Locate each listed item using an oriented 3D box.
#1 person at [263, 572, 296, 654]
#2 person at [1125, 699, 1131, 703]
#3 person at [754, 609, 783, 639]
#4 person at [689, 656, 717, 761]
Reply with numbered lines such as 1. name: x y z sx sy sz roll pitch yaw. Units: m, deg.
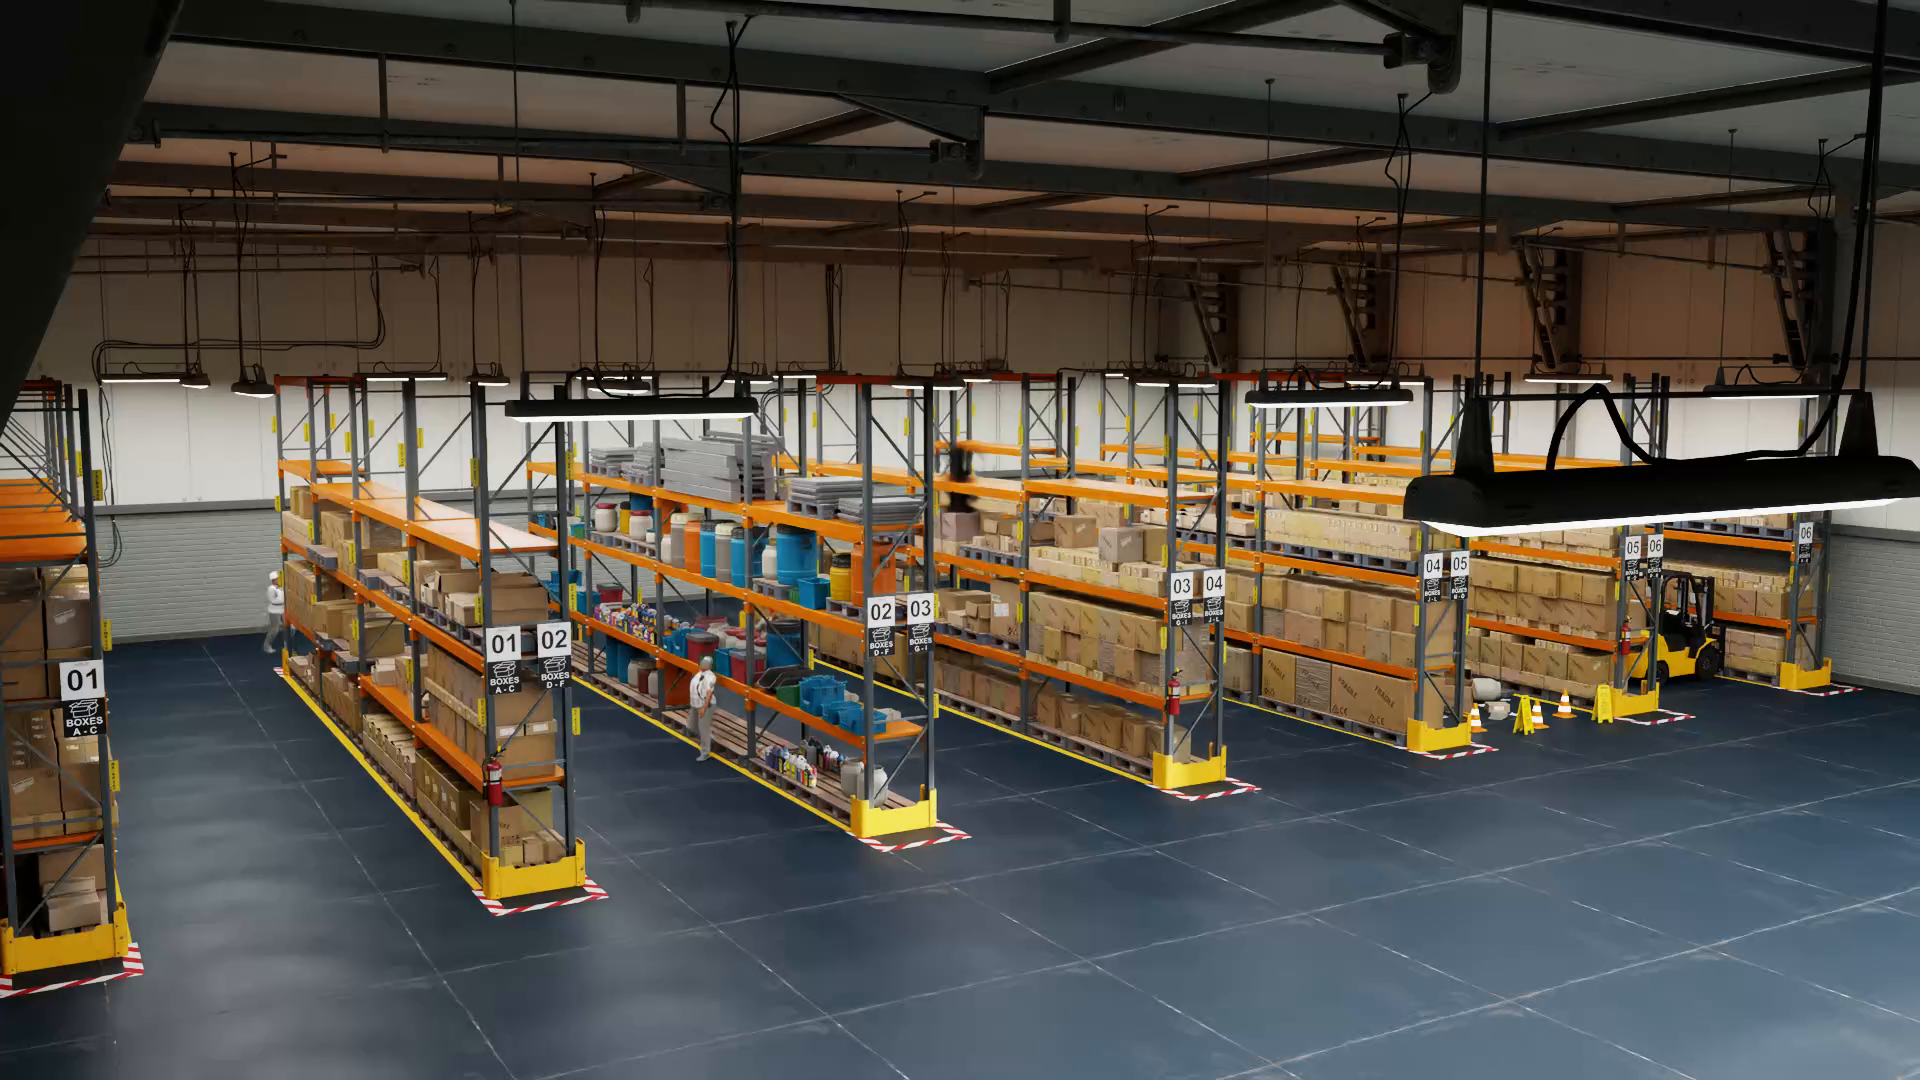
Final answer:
1. person: -14.513 1.574 35.467 0.746 1.820 0.658 1 6 11
2. person: 3.193 2.296 30.410 0.563 1.436 0.780 -2 7 -21
3. person: -3.615 2.042 31.471 0.699 1.716 0.664 6 8 41
4. person: -4.055 2.636 26.395 0.580 1.647 0.684 -6 8 -42
